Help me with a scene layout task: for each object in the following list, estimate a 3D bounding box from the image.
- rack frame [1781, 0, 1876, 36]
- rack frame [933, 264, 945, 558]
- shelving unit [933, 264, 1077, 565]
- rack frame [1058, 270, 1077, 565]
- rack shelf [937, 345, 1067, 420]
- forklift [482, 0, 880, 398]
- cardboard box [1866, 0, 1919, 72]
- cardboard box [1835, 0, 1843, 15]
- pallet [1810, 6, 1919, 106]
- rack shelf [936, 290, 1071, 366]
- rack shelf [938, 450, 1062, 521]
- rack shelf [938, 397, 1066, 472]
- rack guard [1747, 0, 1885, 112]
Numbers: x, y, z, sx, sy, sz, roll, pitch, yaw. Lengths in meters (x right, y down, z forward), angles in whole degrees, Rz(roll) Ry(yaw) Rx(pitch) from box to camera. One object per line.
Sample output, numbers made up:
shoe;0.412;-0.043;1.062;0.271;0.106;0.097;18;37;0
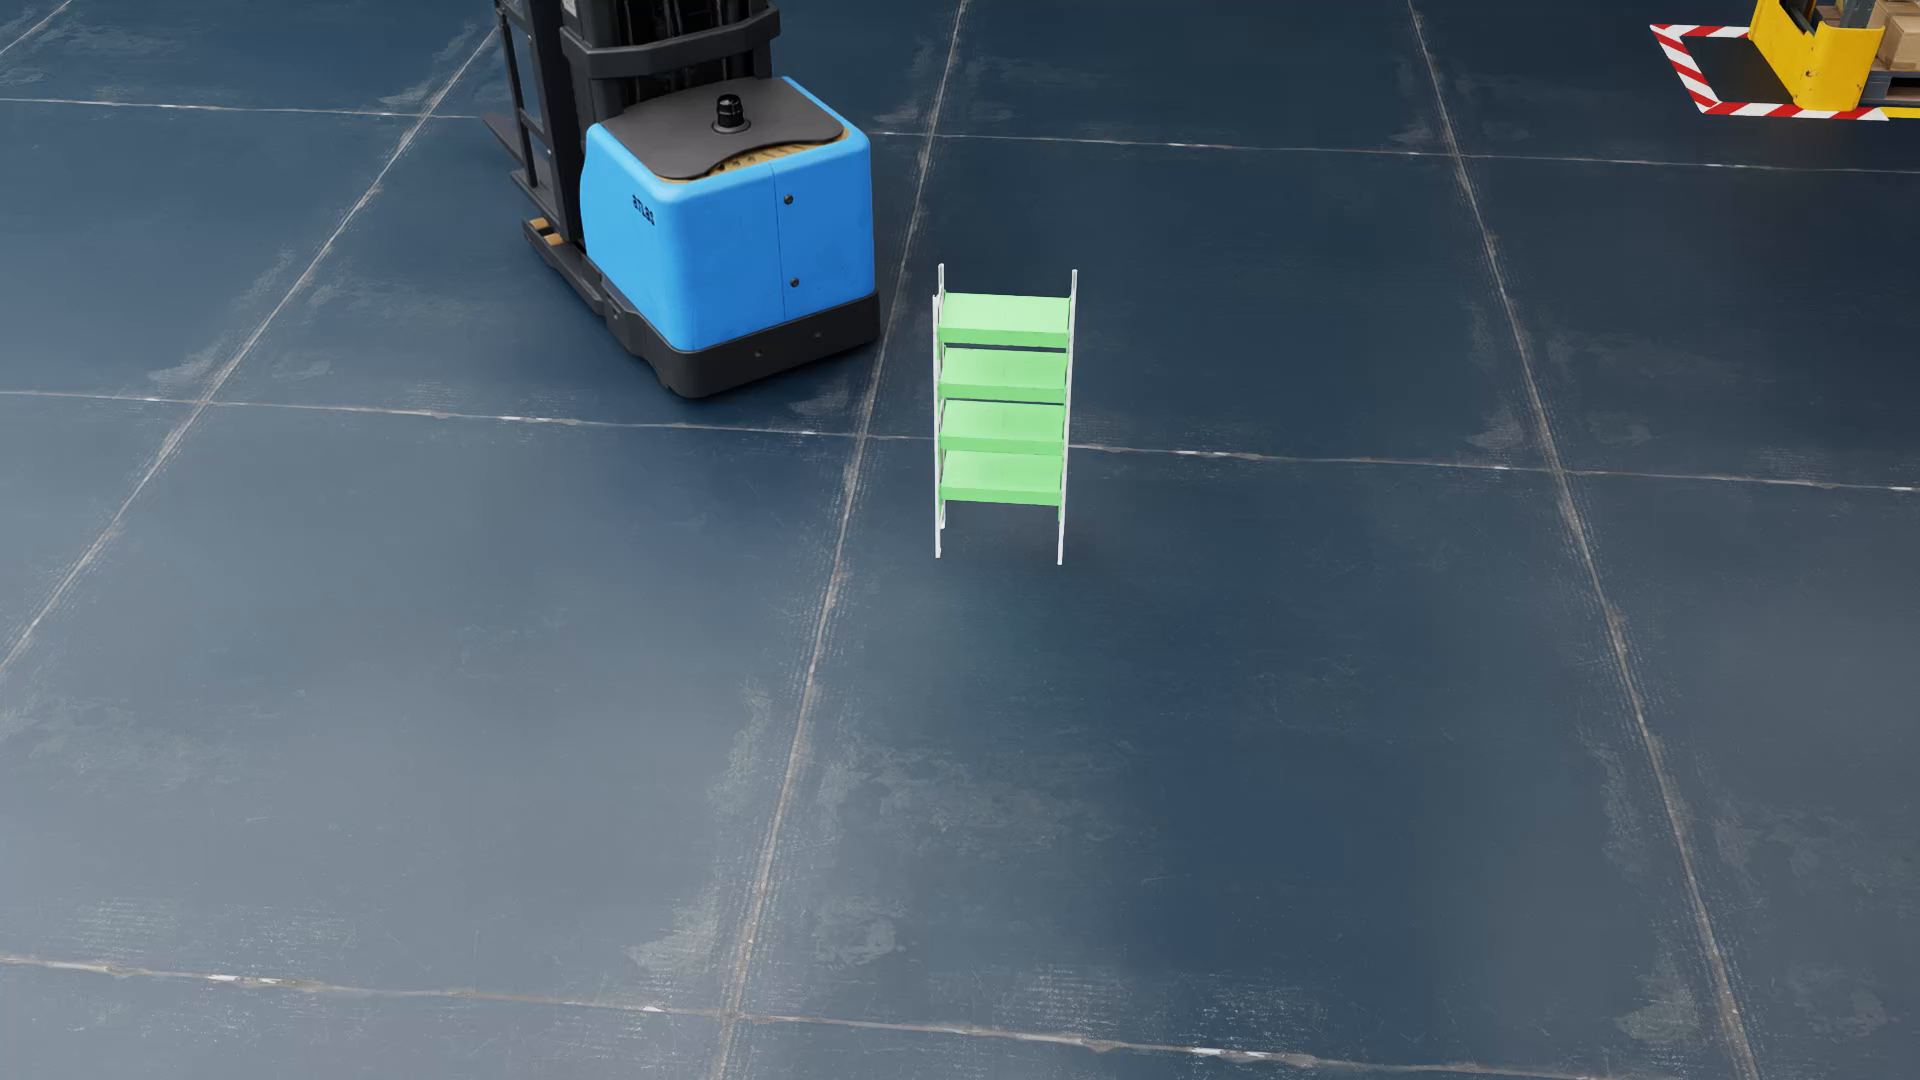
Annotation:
rack frame;5.241;-4.079;9.386;0.127;3.000;1.000;3;39;4
rack frame;-0.078;-0.470;6.376;0.015;1.200;0.240;3;39;4
shelving unit;0.165;-0.456;6.360;0.503;1.200;0.258;3;39;4
rack frame;0.408;-0.443;6.344;0.015;1.200;0.240;3;39;4
rack shelf;0.165;-0.593;6.249;0.480;0.148;0.258;3;39;4
forklift;-1.592;-2.671;7.710;1.130;2.935;3.031;-22;44;-25
cardboard box;5.756;-3.007;9.913;0.500;0.250;0.500;3;39;4
cardboard box;5.801;-3.332;10.313;0.500;0.250;0.500;3;39;4
pallet;6.006;-2.983;10.247;1.213;0.211;1.003;3;39;4
rack shelf;0.165;-0.779;6.097;0.480;0.148;0.258;3;39;4
rack shelf;0.165;-0.221;6.552;0.480;0.148;0.258;3;39;4
rack shelf;0.165;-0.407;6.400;0.480;0.148;0.258;3;39;4
rack guard;5.217;-3.111;10.176;0.348;0.500;1.175;3;39;4
